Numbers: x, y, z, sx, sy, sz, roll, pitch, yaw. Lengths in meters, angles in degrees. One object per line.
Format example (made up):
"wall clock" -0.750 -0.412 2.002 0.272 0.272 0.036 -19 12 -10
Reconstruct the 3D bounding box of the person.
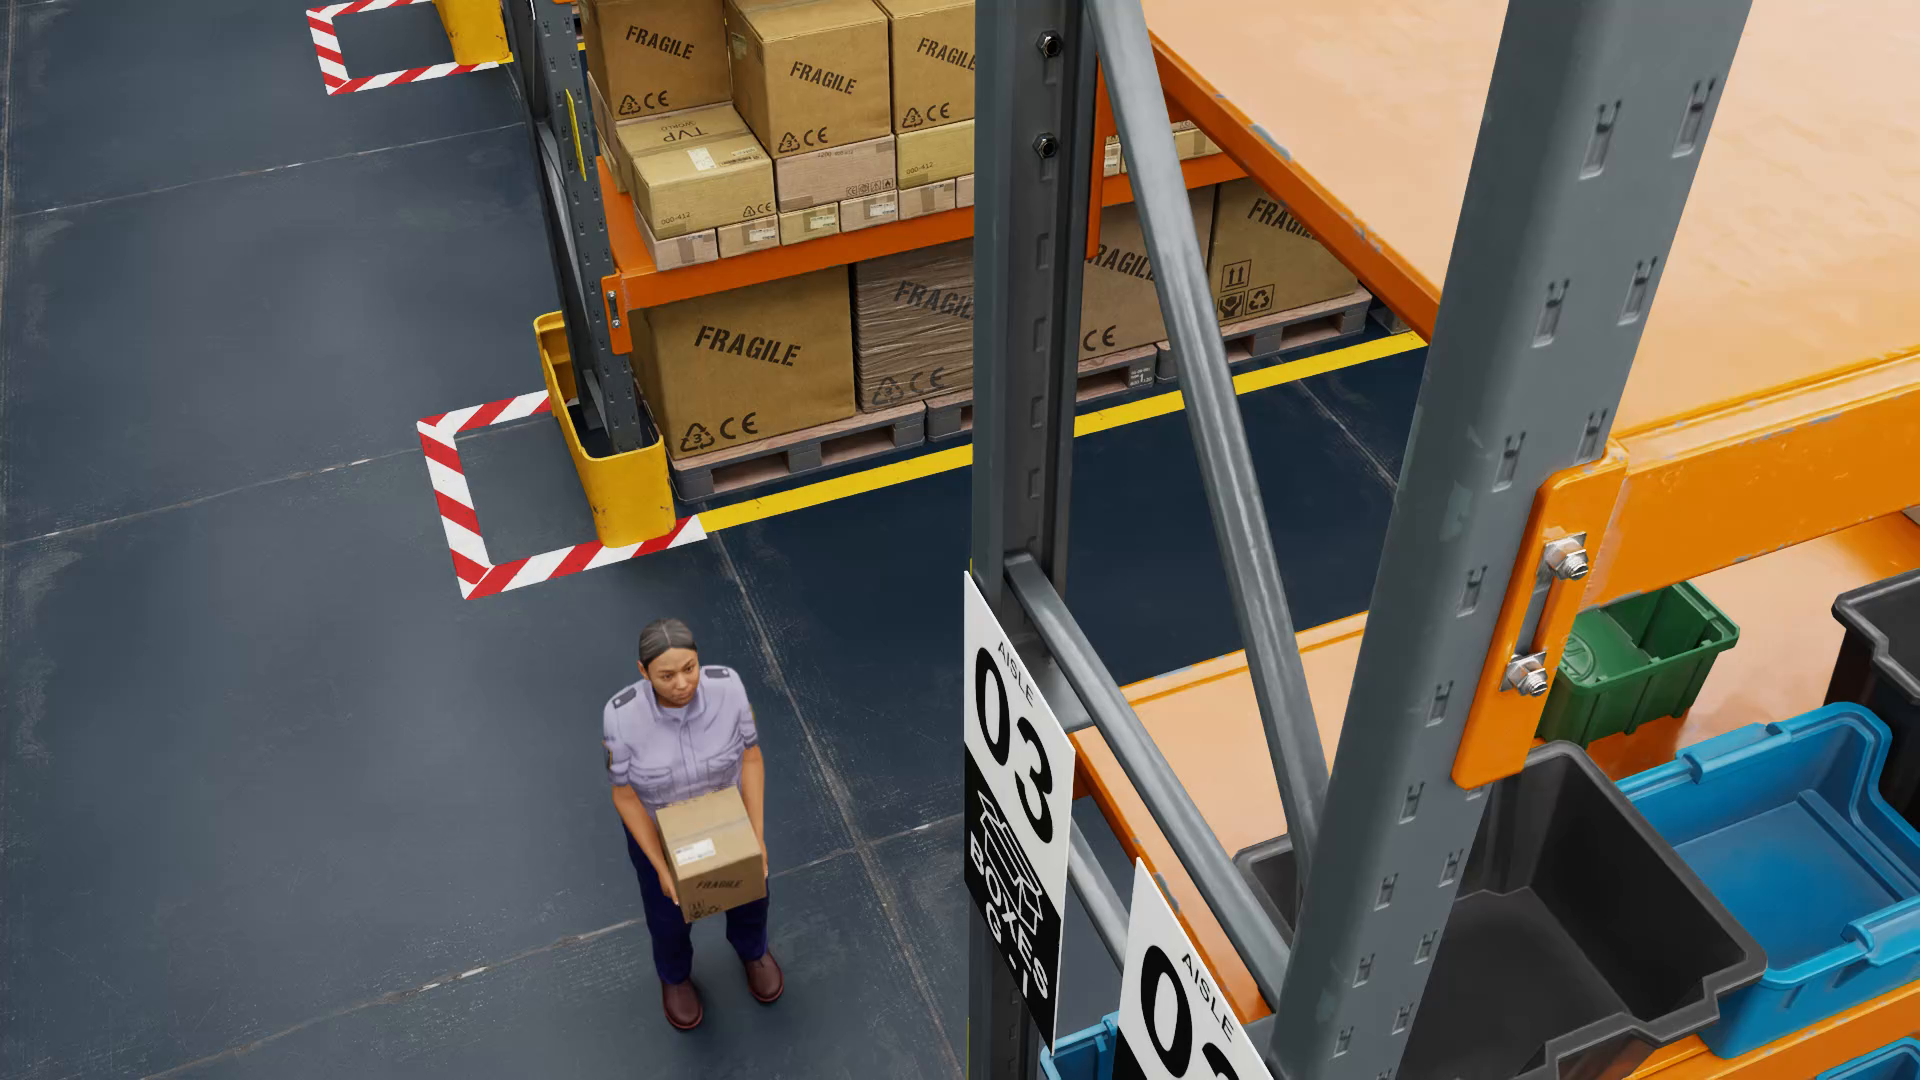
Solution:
"person" -0.797 0.932 5.137 0.466 1.643 0.515 -16 44 -17
